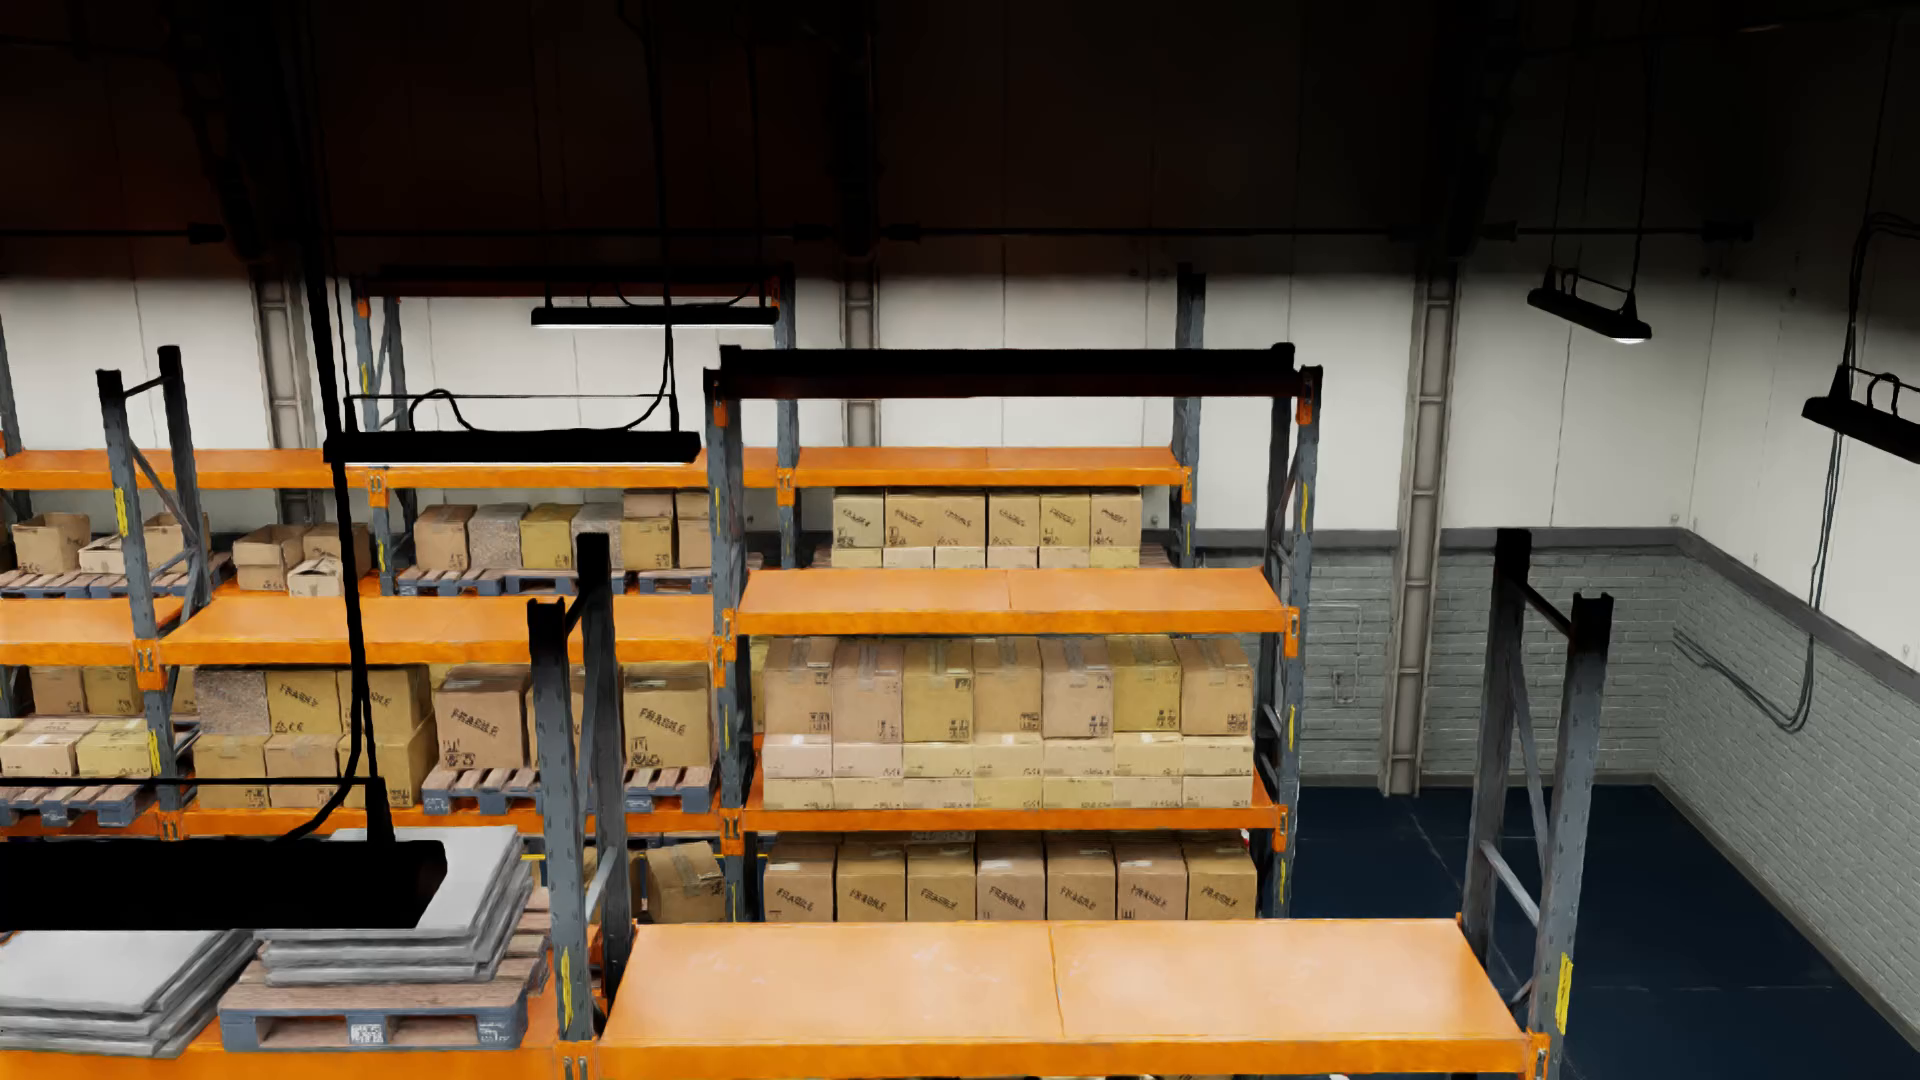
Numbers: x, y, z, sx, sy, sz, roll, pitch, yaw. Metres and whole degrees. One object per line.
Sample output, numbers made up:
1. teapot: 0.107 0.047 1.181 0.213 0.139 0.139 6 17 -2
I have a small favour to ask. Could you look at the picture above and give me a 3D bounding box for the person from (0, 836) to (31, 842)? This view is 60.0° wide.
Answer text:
1. person: -9.286 2.805 16.088 0.824 1.578 0.655 -5 17 -17
